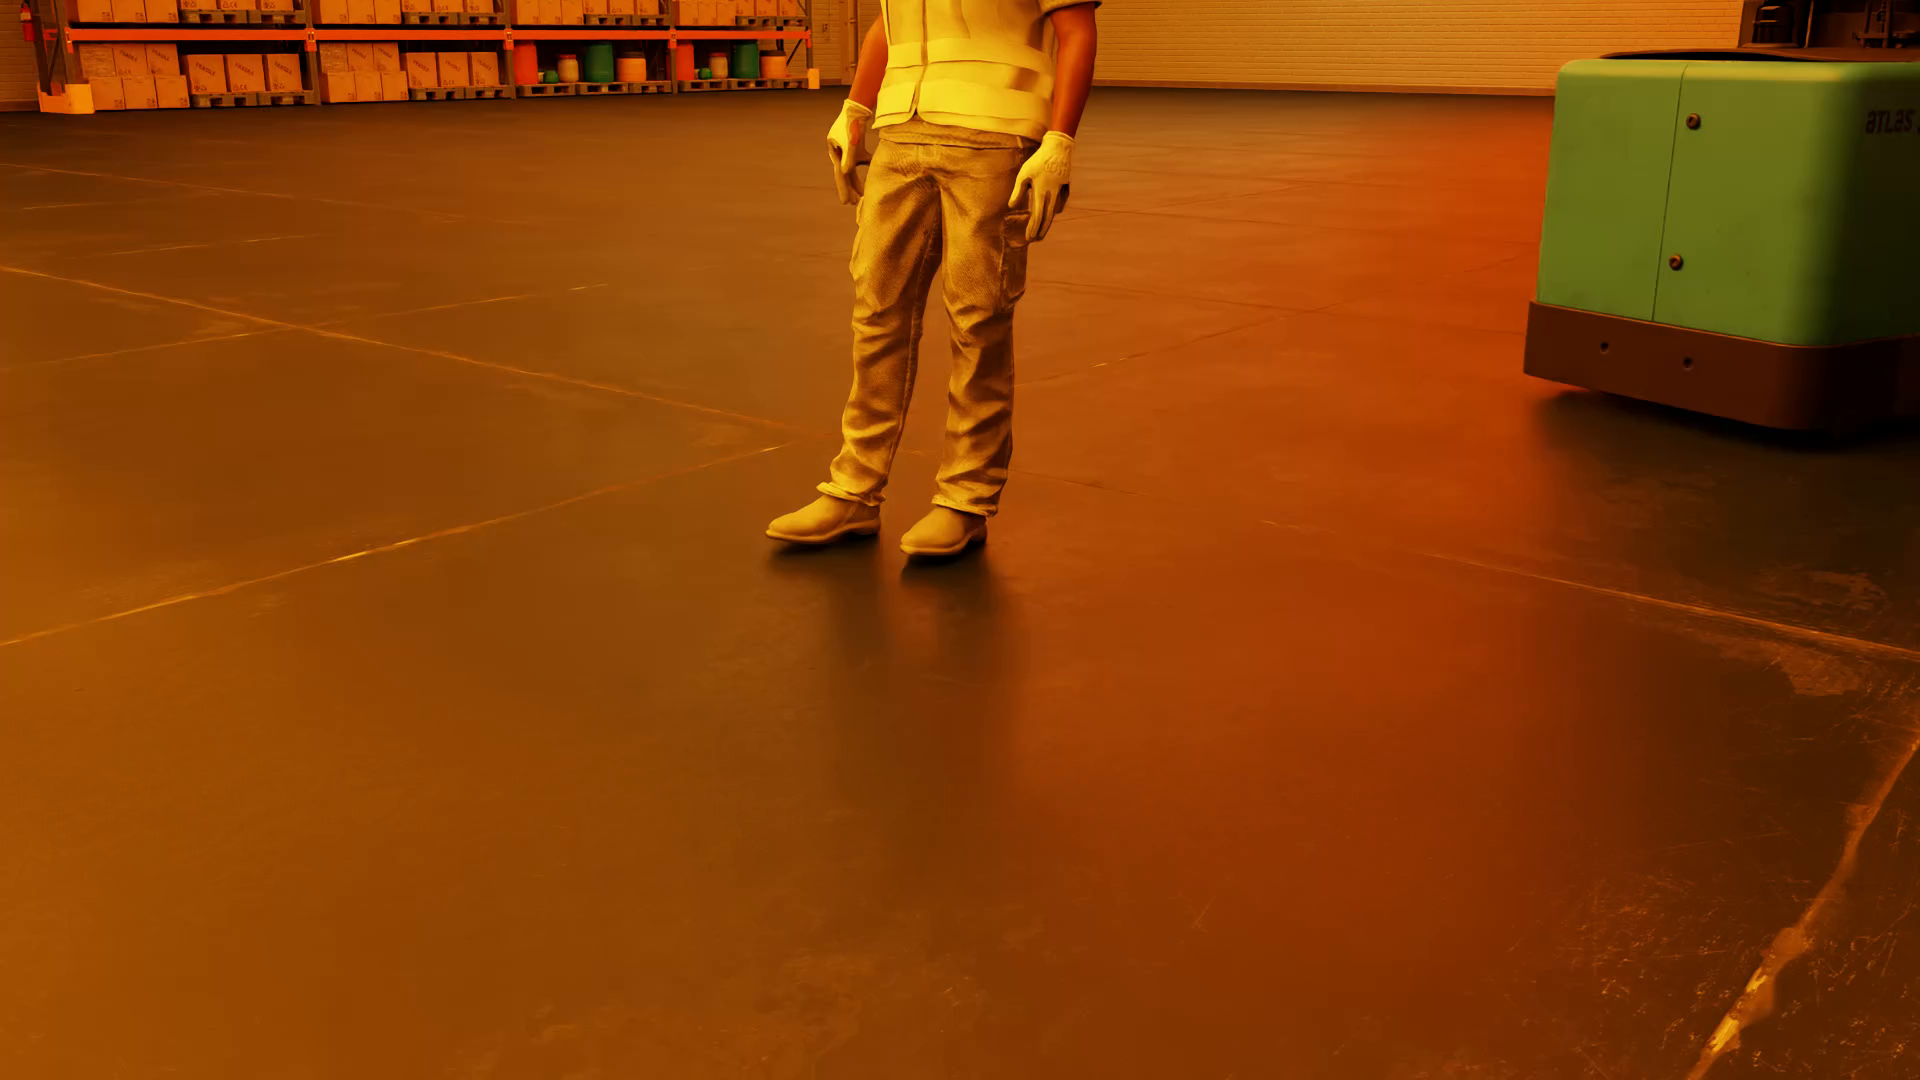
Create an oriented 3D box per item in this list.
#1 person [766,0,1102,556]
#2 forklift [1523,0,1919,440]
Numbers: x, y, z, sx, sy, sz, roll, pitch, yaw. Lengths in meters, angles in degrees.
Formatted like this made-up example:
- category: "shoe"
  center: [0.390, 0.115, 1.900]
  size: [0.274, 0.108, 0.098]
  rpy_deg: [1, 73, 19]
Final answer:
- category: "person"
  center: [-0.053, -0.845, 3.632]
  size: [0.657, 1.785, 0.575]
  rpy_deg: [13, 21, 37]
- category: "forklift"
  center: [3.405, -1.983, 5.429]
  size: [3.031, 2.935, 1.130]
  rpy_deg: [-9, 19, -28]
